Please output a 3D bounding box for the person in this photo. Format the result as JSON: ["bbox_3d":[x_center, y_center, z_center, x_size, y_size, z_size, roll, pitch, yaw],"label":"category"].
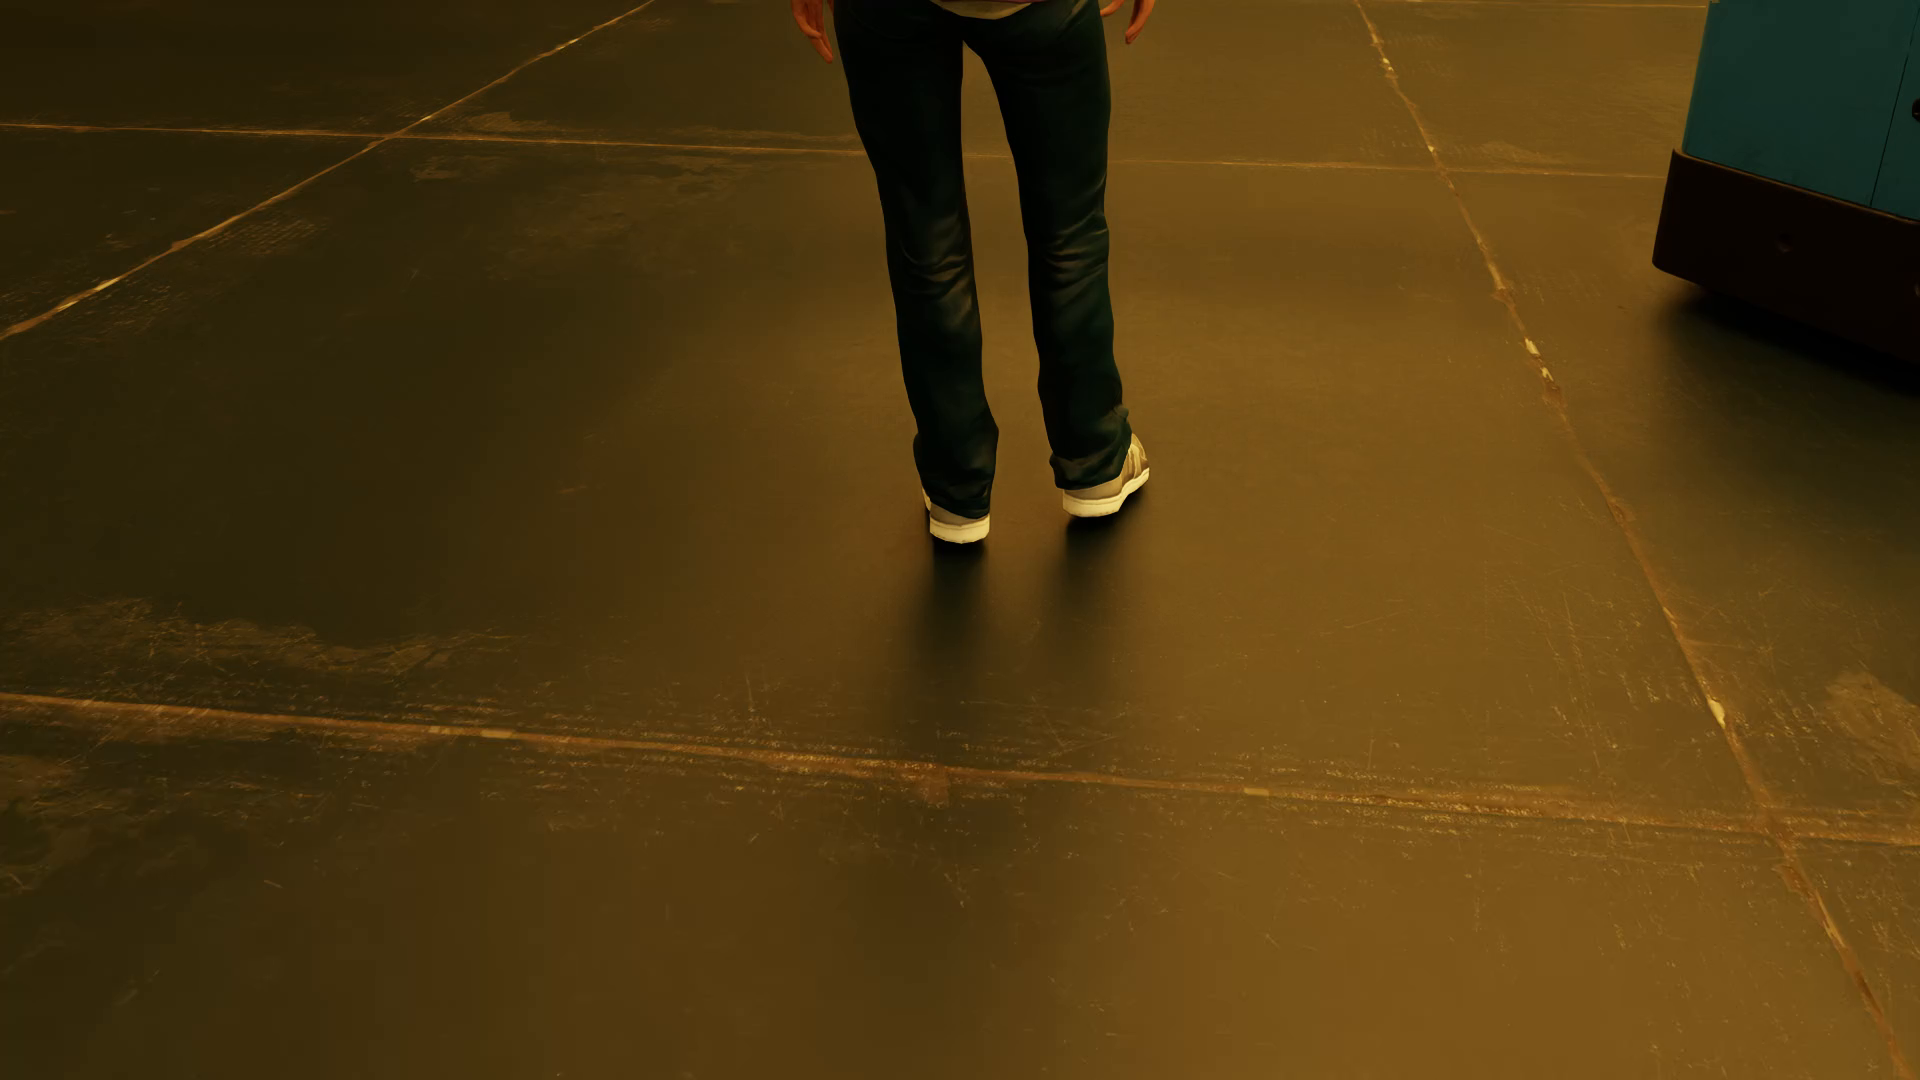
[{"bbox_3d":[0.024,-0.754,2.205,0.520,1.599,0.473,3,27,7],"label":"person"}]

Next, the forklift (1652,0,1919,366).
[{"bbox_3d":[3.021,-1.900,3.025,3.031,2.935,1.130,-11,29,-21],"label":"forklift"}]
